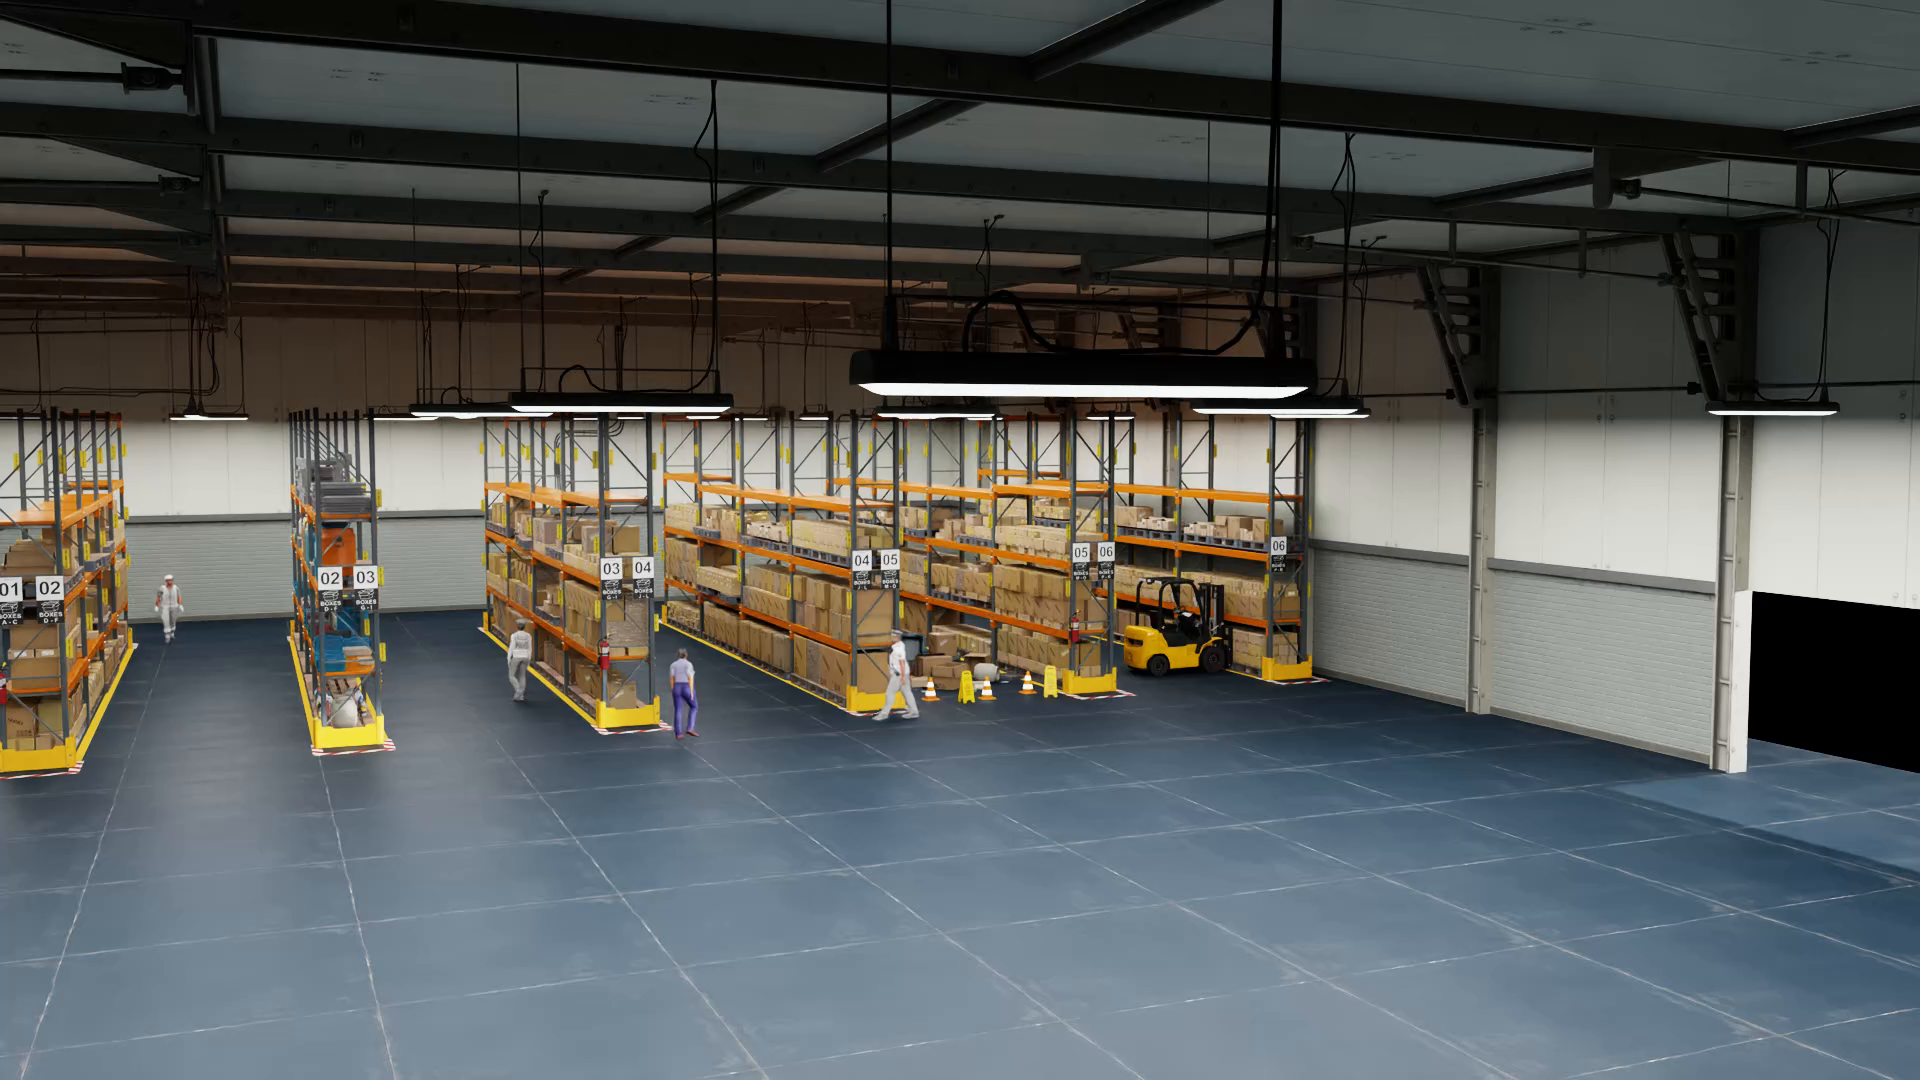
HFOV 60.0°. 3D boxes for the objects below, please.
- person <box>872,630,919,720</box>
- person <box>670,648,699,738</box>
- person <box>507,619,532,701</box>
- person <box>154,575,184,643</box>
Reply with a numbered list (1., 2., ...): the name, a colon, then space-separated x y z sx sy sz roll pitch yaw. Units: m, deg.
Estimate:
1. person: -1.233 2.591 32.124 0.871 1.721 0.583 1 4 8
2. person: -5.048 2.794 30.247 0.514 1.664 0.524 1 4 9
3. person: -9.044 2.478 34.227 0.512 1.675 0.463 -3 5 -33
4. person: -20.715 1.780 43.546 0.665 1.738 1.025 -3 5 -33
